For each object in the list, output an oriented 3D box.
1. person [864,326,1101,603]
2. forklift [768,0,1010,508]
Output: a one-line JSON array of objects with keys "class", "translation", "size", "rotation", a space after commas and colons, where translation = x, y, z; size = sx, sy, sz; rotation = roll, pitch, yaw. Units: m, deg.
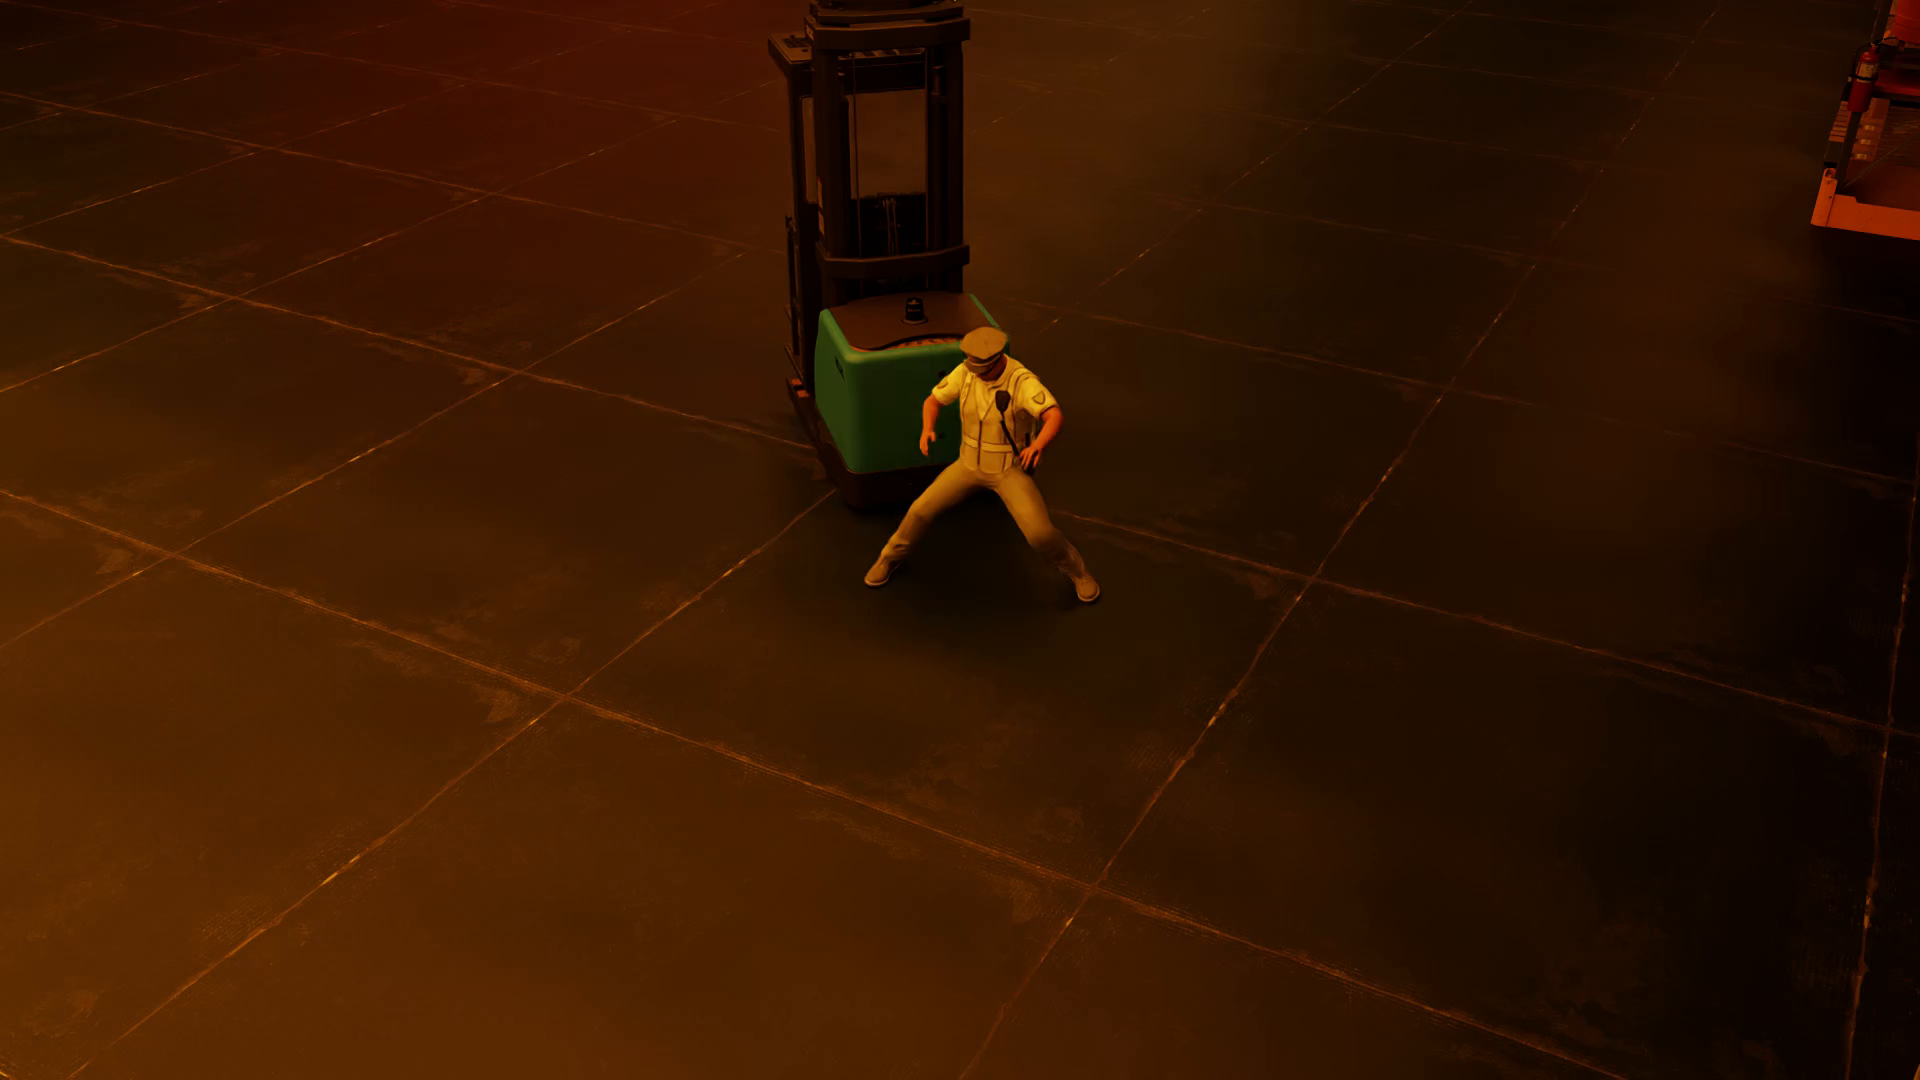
[{"class": "person", "translation": [0.147, -0.395, 9.146], "size": [1.278, 1.538, 0.743], "rotation": [18, 34, 28]}, {"class": "forklift", "translation": [-0.586, -2.189, 10.863], "size": [1.130, 2.935, 3.031], "rotation": [-8, 31, -14]}]
